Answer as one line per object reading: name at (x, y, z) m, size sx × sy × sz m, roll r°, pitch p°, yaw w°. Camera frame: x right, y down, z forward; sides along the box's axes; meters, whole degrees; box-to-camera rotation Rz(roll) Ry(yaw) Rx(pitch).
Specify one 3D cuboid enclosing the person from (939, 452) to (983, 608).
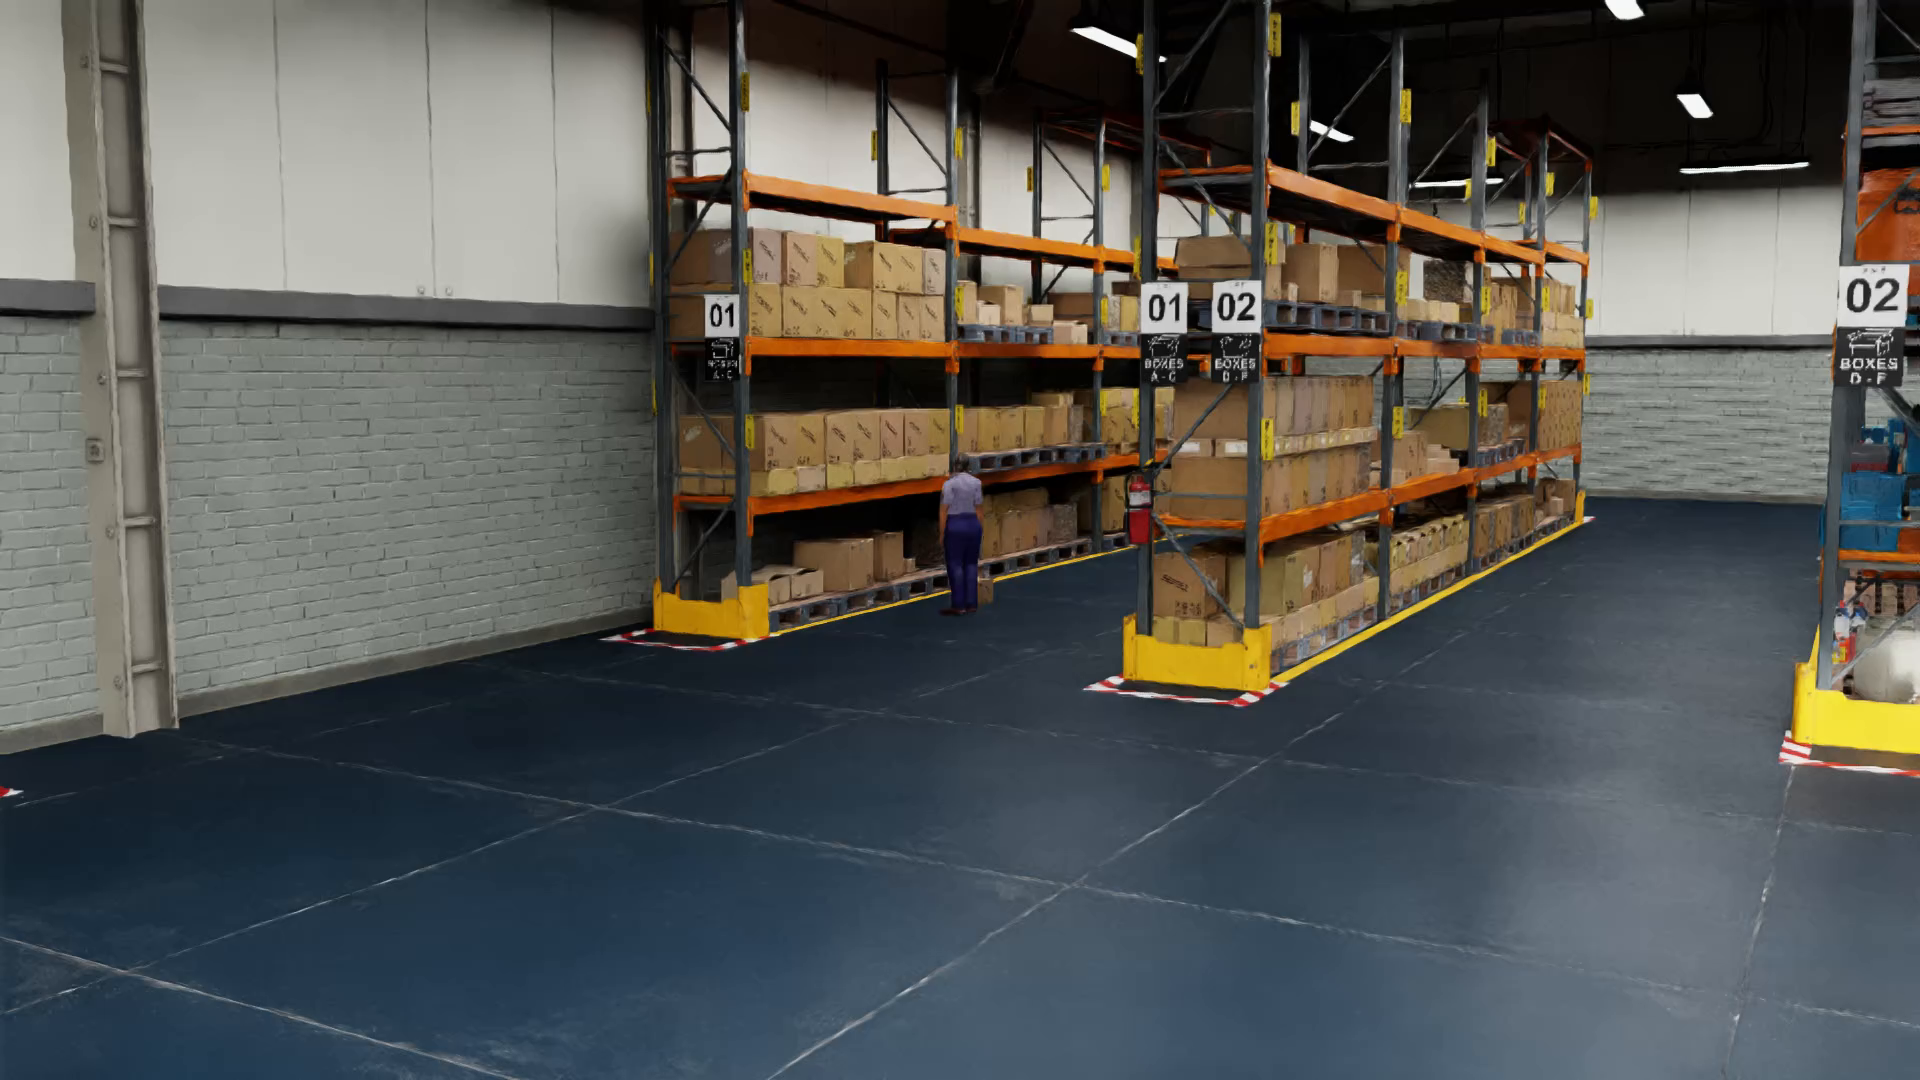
person at (0.009, -0.109, 16.985) m, size 0.526 × 1.574 × 0.349 m, roll -4°, pitch 7°, yaw -33°
